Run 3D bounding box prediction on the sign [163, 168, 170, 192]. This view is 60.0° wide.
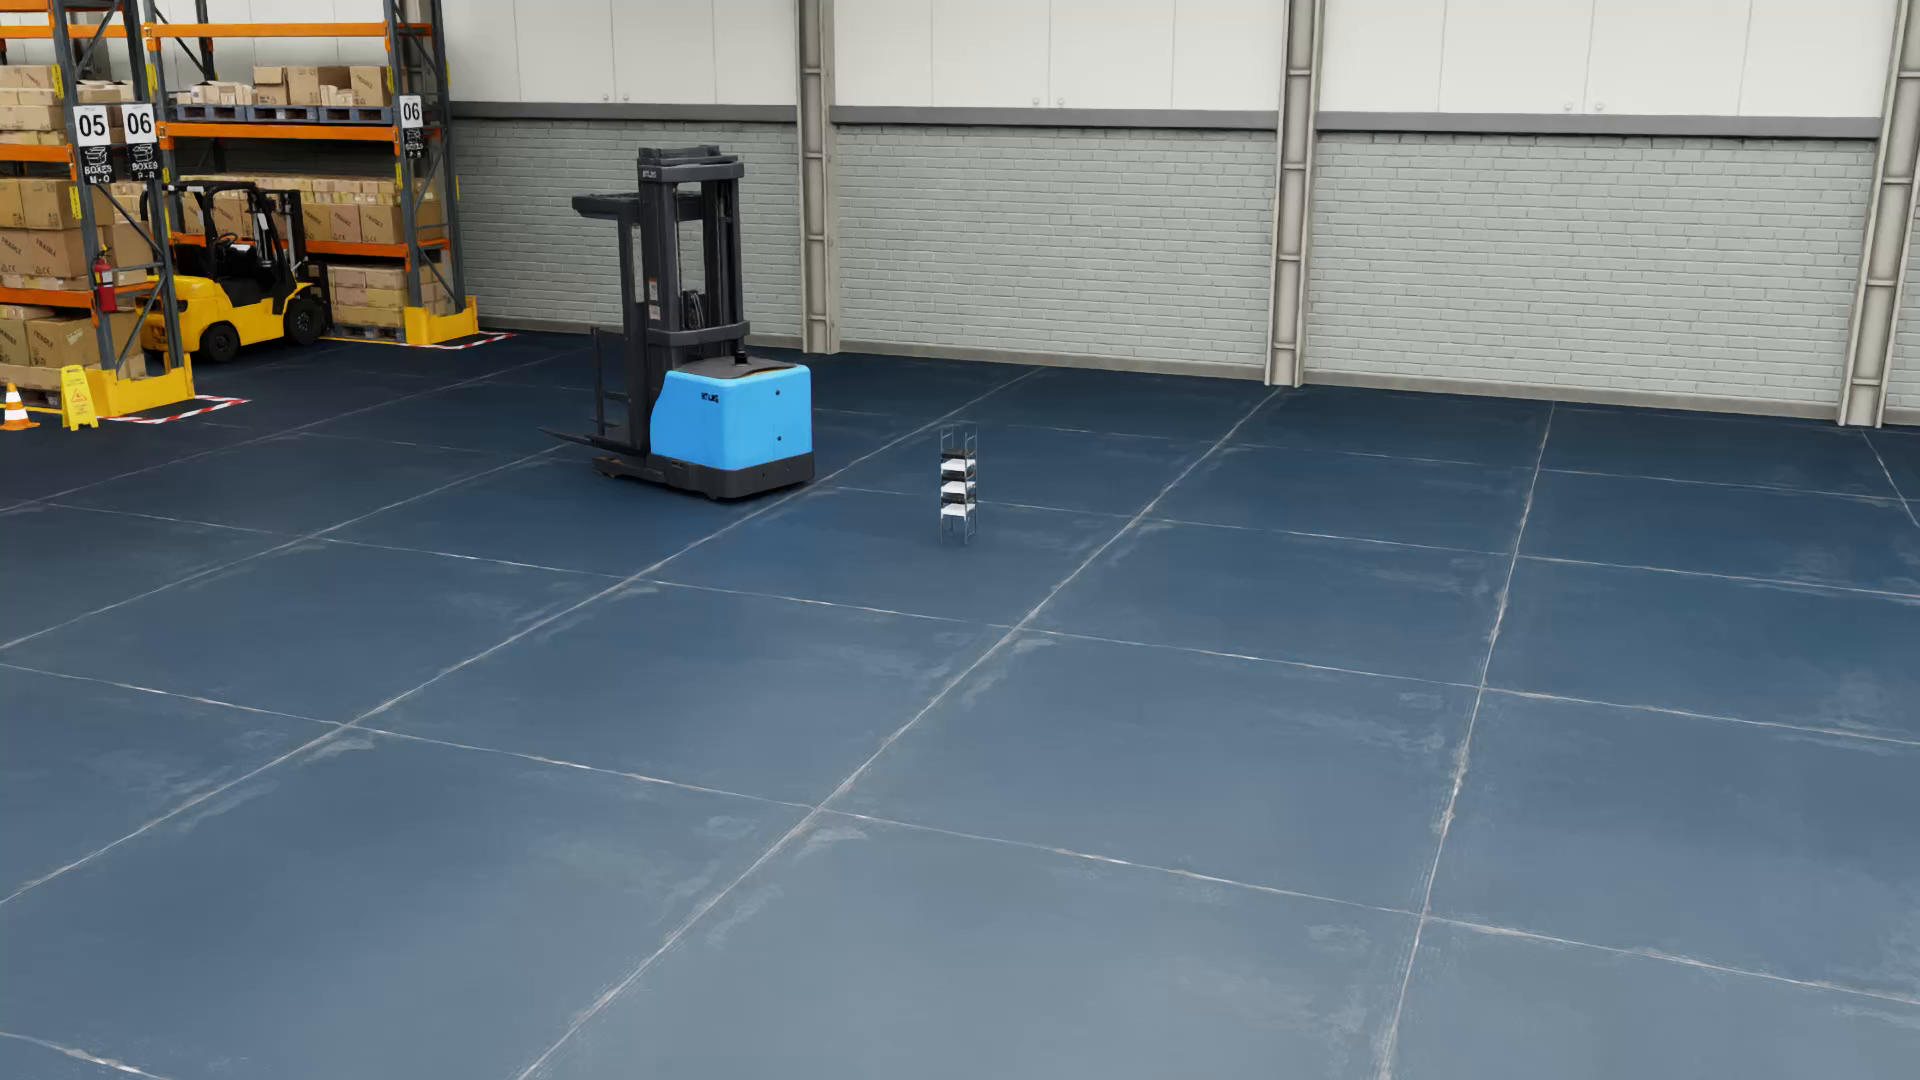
[{"bbox_3d":[-10.966,-4.975,22.997,0.005,0.325,0.100,6,17,21],"label":"sign"}]

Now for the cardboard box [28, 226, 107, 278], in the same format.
[{"bbox_3d":[-9.479,-3.077,17.680,0.500,0.500,0.500,6,17,20],"label":"cardboard box"}]

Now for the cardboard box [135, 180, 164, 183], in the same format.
[{"bbox_3d":[-11.732,-5.138,24.149,0.250,0.149,0.380,6,17,20],"label":"cardboard box"}]

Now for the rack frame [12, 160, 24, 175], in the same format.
[{"bbox_3d":[-14.497,-5.008,25.045,0.127,3.000,1.000,6,17,21],"label":"rack frame"}]

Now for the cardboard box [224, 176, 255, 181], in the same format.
[{"bbox_3d":[-9.870,-4.912,22.837,0.250,0.149,0.380,7,17,22],"label":"cardboard box"}]

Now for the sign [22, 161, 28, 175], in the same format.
[{"bbox_3d":[-14.297,-5.709,25.381,0.005,0.325,0.100,6,17,21],"label":"sign"}]

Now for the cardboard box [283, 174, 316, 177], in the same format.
[{"bbox_3d":[-9.189,-5.008,23.167,0.250,0.149,0.380,6,17,20],"label":"cardboard box"}]

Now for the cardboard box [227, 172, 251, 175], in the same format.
[{"bbox_3d":[-10.150,-5.111,23.522,0.250,0.149,0.380,6,17,19],"label":"cardboard box"}]

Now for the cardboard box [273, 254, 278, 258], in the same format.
[{"bbox_3d":[-9.771,-3.912,23.656,0.500,0.250,0.500,6,17,20],"label":"cardboard box"}]

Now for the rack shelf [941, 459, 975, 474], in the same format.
[{"bbox_3d":[-0.008,-0.574,13.010,0.200,0.077,0.258,6,17,21],"label":"rack shelf"}]

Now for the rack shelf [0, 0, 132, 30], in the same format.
[{"bbox_3d":[-10.734,-5.641,17.760,4.000,0.370,1.077,6,17,21],"label":"rack shelf"}]

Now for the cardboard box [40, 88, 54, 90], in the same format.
[{"bbox_3d":[-9.785,-4.803,17.976,0.250,0.149,0.380,6,17,20],"label":"cardboard box"}]

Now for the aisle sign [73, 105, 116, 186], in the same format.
[{"bbox_3d":[-8.922,-4.069,17.147,0.004,0.787,0.394,6,17,21],"label":"aisle sign"}]

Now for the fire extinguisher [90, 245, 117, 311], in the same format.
[{"bbox_3d":[-8.936,-2.734,17.349,0.183,0.674,0.296,6,17,21],"label":"fire extinguisher"}]

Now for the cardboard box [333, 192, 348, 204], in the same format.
[{"bbox_3d":[-8.175,-4.601,22.301,0.250,0.149,0.380,6,17,20],"label":"cardboard box"}]

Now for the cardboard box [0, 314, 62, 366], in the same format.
[{"bbox_3d":[-10.201,-2.210,18.241,0.500,0.500,0.500,7,18,23],"label":"cardboard box"}]

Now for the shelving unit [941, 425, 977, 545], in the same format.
[{"bbox_3d":[-0.008,-0.433,13.051,0.210,0.900,0.258,6,17,21],"label":"shelving unit"}]

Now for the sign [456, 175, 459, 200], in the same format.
[{"bbox_3d":[-6.846,-4.787,22.588,0.005,0.325,0.100,6,17,21],"label":"sign"}]

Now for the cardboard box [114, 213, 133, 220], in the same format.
[{"bbox_3d":[-11.811,-4.561,23.773,0.500,0.250,0.500,6,17,20],"label":"cardboard box"}]

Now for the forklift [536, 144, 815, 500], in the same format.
[{"bbox_3d":[-2.743,-2.071,15.049,3.031,2.935,1.130,14,21,39],"label":"forklift"}]

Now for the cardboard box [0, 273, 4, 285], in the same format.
[{"bbox_3d":[-10.244,-2.874,18.145,0.250,0.149,0.380,7,17,21],"label":"cardboard box"}]

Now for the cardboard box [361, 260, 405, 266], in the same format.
[{"bbox_3d":[-7.899,-3.700,22.923,0.500,0.250,0.500,6,17,21],"label":"cardboard box"}]

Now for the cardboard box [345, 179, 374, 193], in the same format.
[{"bbox_3d":[-7.960,-4.711,22.146,0.250,0.149,0.380,7,17,22],"label":"cardboard box"}]

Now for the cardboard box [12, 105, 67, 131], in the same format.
[{"bbox_3d":[-9.448,-4.396,17.291,0.500,0.250,0.500,6,17,20],"label":"cardboard box"}]

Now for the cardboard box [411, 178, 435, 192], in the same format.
[{"bbox_3d":[-7.289,-4.782,22.390,0.250,0.149,0.380,6,17,20],"label":"cardboard box"}]

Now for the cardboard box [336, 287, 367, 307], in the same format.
[{"bbox_3d":[-8.085,-3.334,22.560,0.500,0.250,0.500,6,17,20],"label":"cardboard box"}]

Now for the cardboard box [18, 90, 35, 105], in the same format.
[{"bbox_3d":[-9.522,-4.599,17.277,0.250,0.149,0.380,7,17,22],"label":"cardboard box"}]

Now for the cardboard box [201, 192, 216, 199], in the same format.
[{"bbox_3d":[-10.335,-4.832,23.094,0.250,0.149,0.380,7,17,22],"label":"cardboard box"}]

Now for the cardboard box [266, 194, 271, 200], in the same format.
[{"bbox_3d":[-9.396,-4.719,22.707,0.250,0.149,0.380,6,17,19],"label":"cardboard box"}]

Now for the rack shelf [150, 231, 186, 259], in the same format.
[{"bbox_3d":[-12.637,-4.458,24.441,4.000,0.370,1.077,6,17,21],"label":"rack shelf"}]

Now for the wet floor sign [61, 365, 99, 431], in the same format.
[{"bbox_3d":[-9.089,-1.475,17.096,0.232,0.644,0.267,14,21,40],"label":"wet floor sign"}]

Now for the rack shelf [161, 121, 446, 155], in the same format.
[{"bbox_3d":[-8.916,-5.490,22.613,4.000,0.370,1.077,6,17,21],"label":"rack shelf"}]

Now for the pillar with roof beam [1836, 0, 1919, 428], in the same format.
[{"bbox_3d":[7.793,-4.418,12.252,0.400,9.000,9.100,6,17,21],"label":"pillar with roof beam"}]

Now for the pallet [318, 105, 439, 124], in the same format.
[{"bbox_3d":[-7.704,-5.667,22.093,1.213,0.211,1.003,6,17,21],"label":"pallet"}]

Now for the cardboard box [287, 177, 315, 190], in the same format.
[{"bbox_3d":[-8.895,-4.830,22.554,0.250,0.149,0.380,7,17,21],"label":"cardboard box"}]

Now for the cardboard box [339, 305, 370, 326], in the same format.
[{"bbox_3d":[-8.067,-3.091,22.618,0.500,0.250,0.500,6,17,21],"label":"cardboard box"}]

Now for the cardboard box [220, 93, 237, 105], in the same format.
[{"bbox_3d":[-9.755,-5.965,22.480,0.250,0.149,0.380,7,18,22],"label":"cardboard box"}]

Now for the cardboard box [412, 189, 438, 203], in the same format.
[{"bbox_3d":[-7.276,-4.652,22.473,0.250,0.149,0.380,6,17,19],"label":"cardboard box"}]

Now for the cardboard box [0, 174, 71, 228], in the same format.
[{"bbox_3d":[-9.896,-3.623,17.766,0.500,0.500,0.700,6,17,21],"label":"cardboard box"}]

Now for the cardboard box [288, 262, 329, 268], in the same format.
[{"bbox_3d":[-9.017,-3.671,22.824,0.500,0.250,0.500,6,17,20],"label":"cardboard box"}]

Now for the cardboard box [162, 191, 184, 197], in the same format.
[{"bbox_3d":[-11.176,-4.936,23.453,0.250,0.149,0.380,7,18,23],"label":"cardboard box"}]

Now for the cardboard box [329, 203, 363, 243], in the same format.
[{"bbox_3d":[-8.089,-4.276,22.342,0.500,0.500,0.500,7,18,22],"label":"cardboard box"}]

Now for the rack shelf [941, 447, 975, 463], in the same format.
[{"bbox_3d":[-0.008,-0.660,12.985,0.200,0.077,0.258,6,17,21],"label":"rack shelf"}]

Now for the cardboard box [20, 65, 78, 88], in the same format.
[{"bbox_3d":[-12.966,-6.505,23.709,0.500,0.500,0.500,7,17,22],"label":"cardboard box"}]

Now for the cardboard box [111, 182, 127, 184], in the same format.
[{"bbox_3d":[-12.145,-5.032,23.784,0.250,0.149,0.380,6,17,19],"label":"cardboard box"}]

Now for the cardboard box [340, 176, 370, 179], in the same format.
[{"bbox_3d":[-8.250,-4.891,22.763,0.250,0.149,0.380,7,18,22],"label":"cardboard box"}]

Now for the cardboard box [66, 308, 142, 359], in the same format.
[{"bbox_3d":[-9.544,-2.300,18.550,0.500,0.500,0.500,6,17,19],"label":"cardboard box"}]

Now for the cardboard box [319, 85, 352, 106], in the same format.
[{"bbox_3d":[-8.173,-5.848,21.864,0.258,0.266,0.396,6,17,21],"label":"cardboard box"}]

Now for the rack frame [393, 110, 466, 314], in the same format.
[{"bbox_3d":[-7.055,-4.190,22.226,0.127,3.000,1.000,6,17,21],"label":"rack frame"}]

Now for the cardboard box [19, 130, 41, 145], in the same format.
[{"bbox_3d":[-9.551,-4.203,17.342,0.250,0.149,0.380,6,17,21],"label":"cardboard box"}]

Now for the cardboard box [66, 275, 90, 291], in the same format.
[{"bbox_3d":[-9.299,-2.764,17.766,0.250,0.149,0.380,7,18,22],"label":"cardboard box"}]

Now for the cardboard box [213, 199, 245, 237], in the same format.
[{"bbox_3d":[-9.969,-4.485,23.064,0.500,0.500,0.500,7,17,22],"label":"cardboard box"}]
